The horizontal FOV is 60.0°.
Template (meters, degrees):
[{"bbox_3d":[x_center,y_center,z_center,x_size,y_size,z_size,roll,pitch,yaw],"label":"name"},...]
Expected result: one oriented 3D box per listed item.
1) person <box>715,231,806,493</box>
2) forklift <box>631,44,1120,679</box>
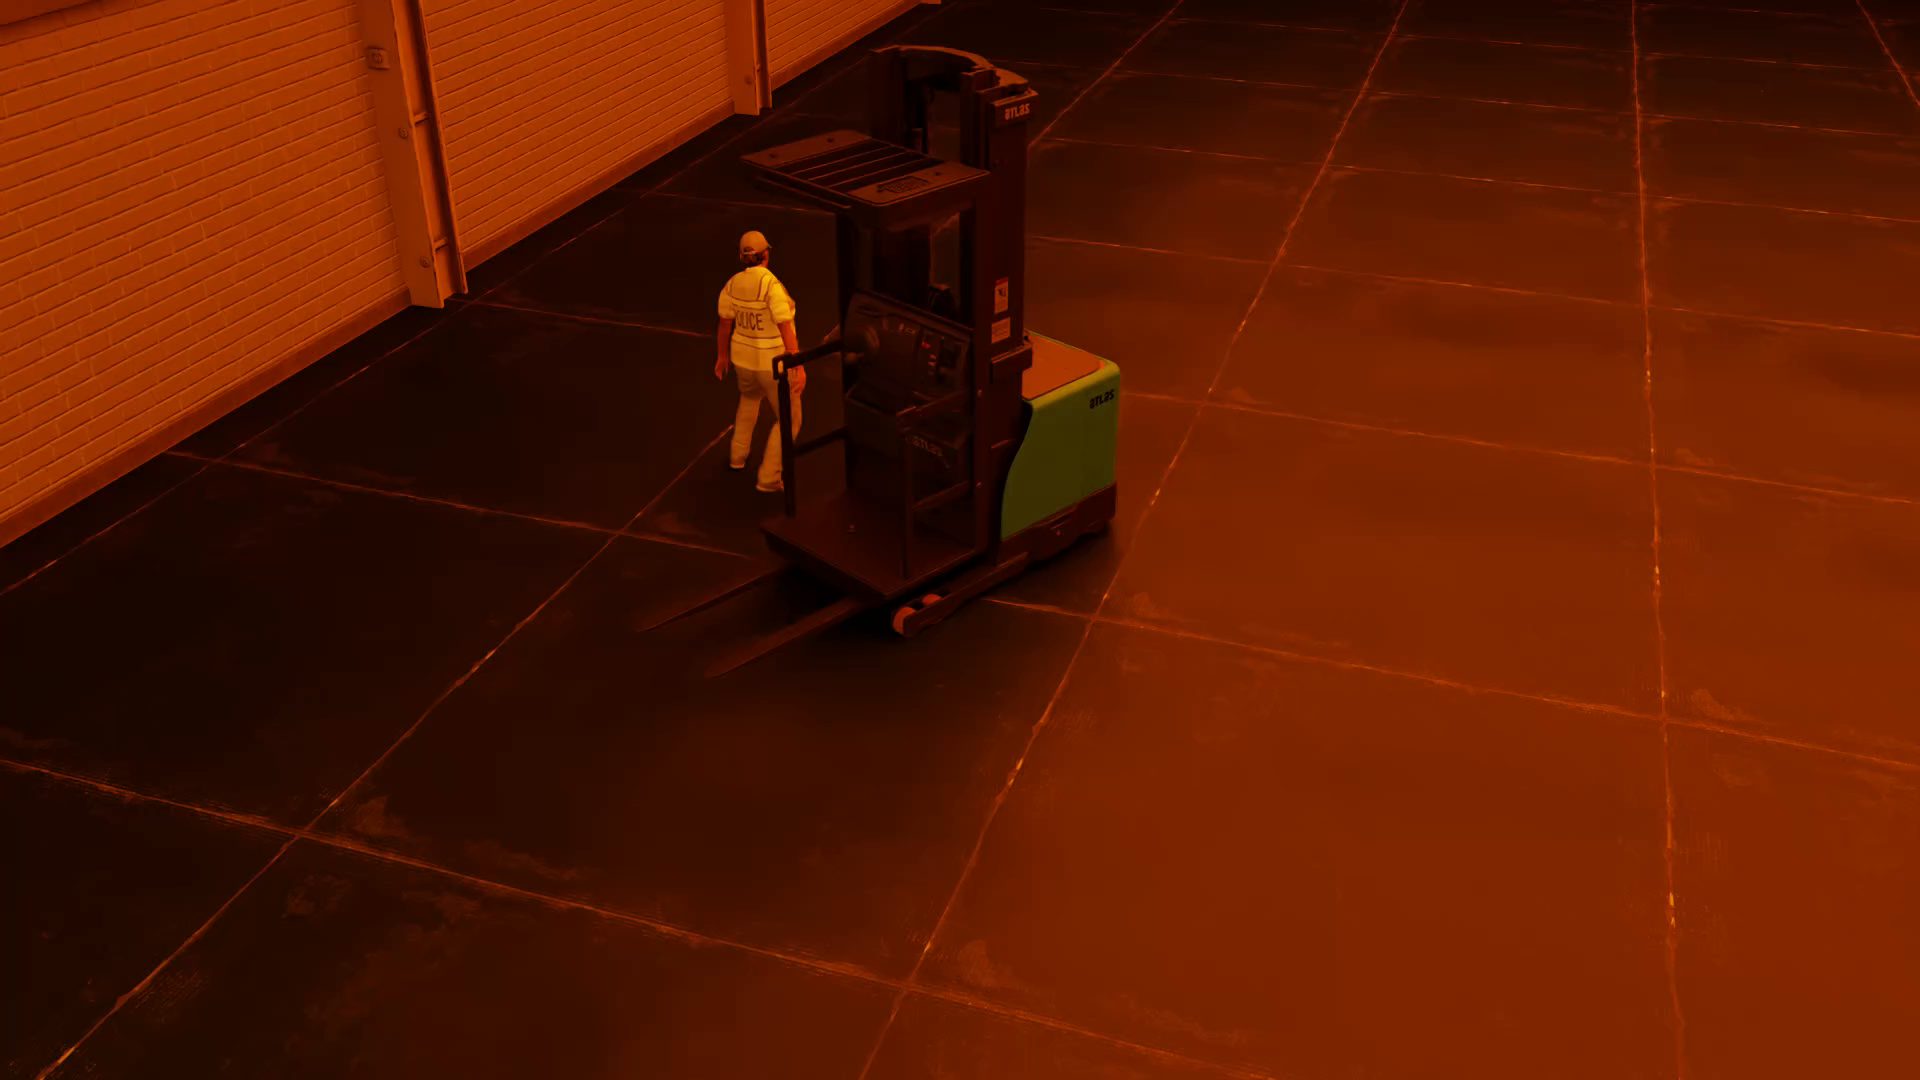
[{"bbox_3d":[-1.243,-1.103,10.471,0.817,1.652,0.498,22,36,33],"label":"person"},{"bbox_3d":[-0.442,-1.026,8.936,1.130,2.935,3.031,26,39,38],"label":"forklift"}]
